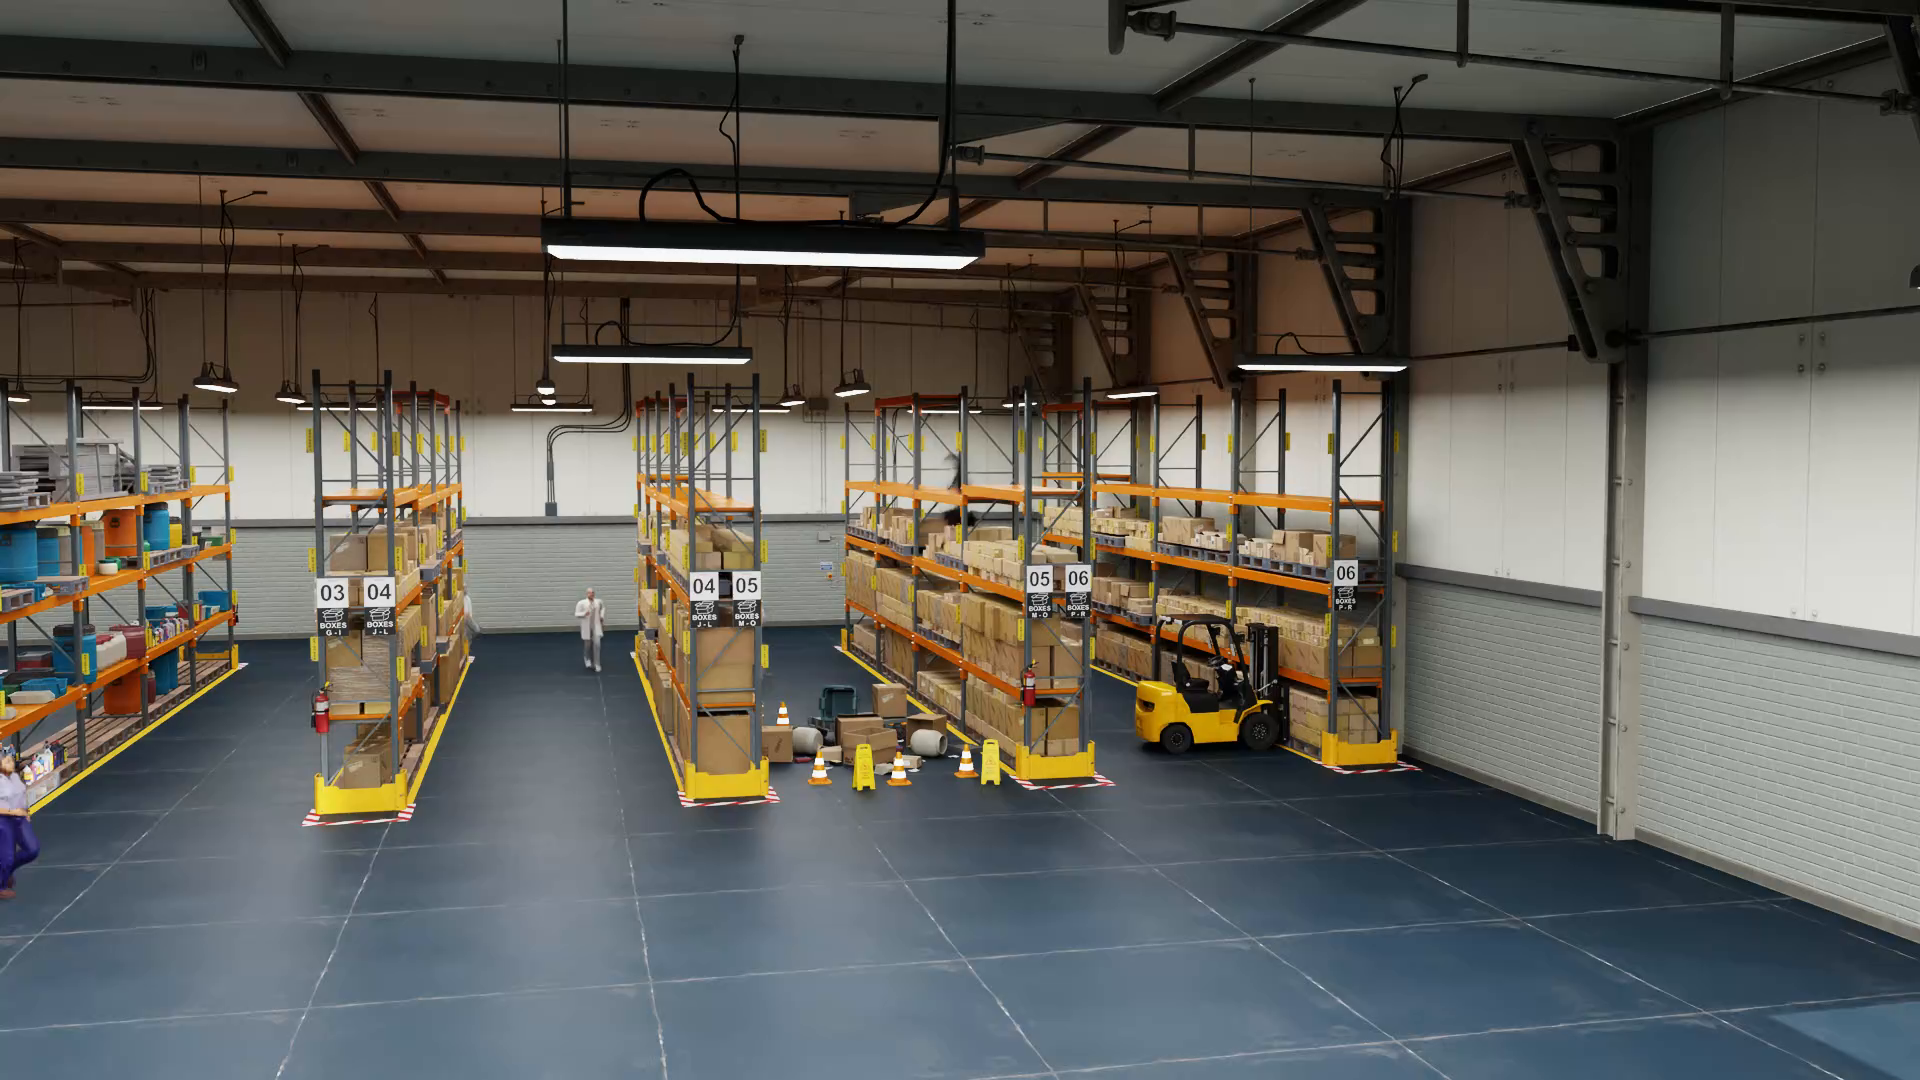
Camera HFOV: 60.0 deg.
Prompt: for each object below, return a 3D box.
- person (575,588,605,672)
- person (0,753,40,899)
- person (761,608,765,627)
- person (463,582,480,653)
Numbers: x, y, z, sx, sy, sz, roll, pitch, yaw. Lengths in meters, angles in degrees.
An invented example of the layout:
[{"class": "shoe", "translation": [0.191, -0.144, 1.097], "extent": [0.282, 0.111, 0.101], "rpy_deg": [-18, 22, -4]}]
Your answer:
[{"class": "person", "translation": [-8.173, 1.973, 36.817], "extent": [0.696, 1.828, 0.917], "rpy_deg": [-1, 4, -21]}, {"class": "person", "translation": [-10.459, 3.142, 18.346], "extent": [0.539, 1.608, 0.599], "rpy_deg": [1, 3, 12]}, {"class": "person", "translation": [-4.675, 2.056, 37.502], "extent": [0.540, 1.594, 0.959], "rpy_deg": [-1, 3, -14]}, {"class": "person", "translation": [-11.759, 1.847, 39.506], "extent": [0.609, 1.739, 0.678], "rpy_deg": [1, 3, 14]}]
